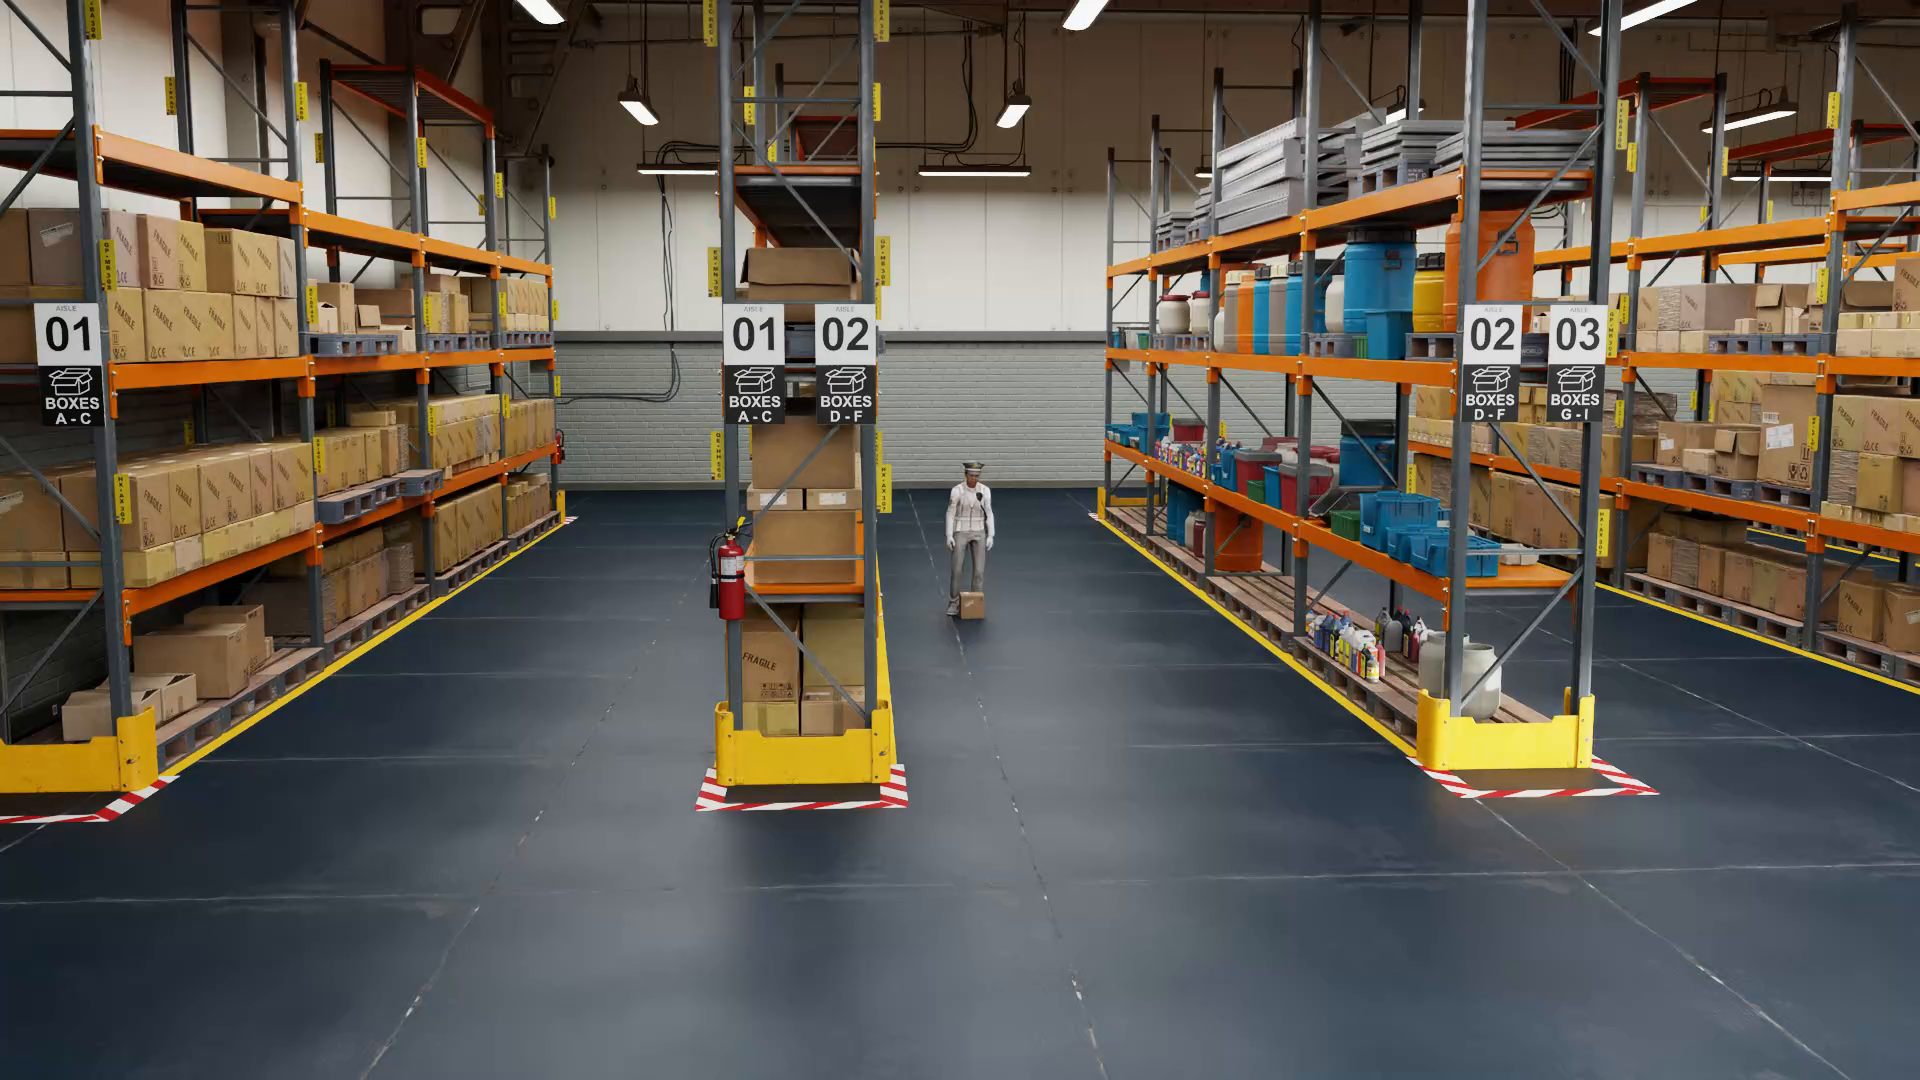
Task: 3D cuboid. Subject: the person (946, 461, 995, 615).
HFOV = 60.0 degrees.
[{"bbox_3d":[0.110,-0.026,17.952,0.540,1.662,0.415,-1,7,-7],"label":"person"}]
